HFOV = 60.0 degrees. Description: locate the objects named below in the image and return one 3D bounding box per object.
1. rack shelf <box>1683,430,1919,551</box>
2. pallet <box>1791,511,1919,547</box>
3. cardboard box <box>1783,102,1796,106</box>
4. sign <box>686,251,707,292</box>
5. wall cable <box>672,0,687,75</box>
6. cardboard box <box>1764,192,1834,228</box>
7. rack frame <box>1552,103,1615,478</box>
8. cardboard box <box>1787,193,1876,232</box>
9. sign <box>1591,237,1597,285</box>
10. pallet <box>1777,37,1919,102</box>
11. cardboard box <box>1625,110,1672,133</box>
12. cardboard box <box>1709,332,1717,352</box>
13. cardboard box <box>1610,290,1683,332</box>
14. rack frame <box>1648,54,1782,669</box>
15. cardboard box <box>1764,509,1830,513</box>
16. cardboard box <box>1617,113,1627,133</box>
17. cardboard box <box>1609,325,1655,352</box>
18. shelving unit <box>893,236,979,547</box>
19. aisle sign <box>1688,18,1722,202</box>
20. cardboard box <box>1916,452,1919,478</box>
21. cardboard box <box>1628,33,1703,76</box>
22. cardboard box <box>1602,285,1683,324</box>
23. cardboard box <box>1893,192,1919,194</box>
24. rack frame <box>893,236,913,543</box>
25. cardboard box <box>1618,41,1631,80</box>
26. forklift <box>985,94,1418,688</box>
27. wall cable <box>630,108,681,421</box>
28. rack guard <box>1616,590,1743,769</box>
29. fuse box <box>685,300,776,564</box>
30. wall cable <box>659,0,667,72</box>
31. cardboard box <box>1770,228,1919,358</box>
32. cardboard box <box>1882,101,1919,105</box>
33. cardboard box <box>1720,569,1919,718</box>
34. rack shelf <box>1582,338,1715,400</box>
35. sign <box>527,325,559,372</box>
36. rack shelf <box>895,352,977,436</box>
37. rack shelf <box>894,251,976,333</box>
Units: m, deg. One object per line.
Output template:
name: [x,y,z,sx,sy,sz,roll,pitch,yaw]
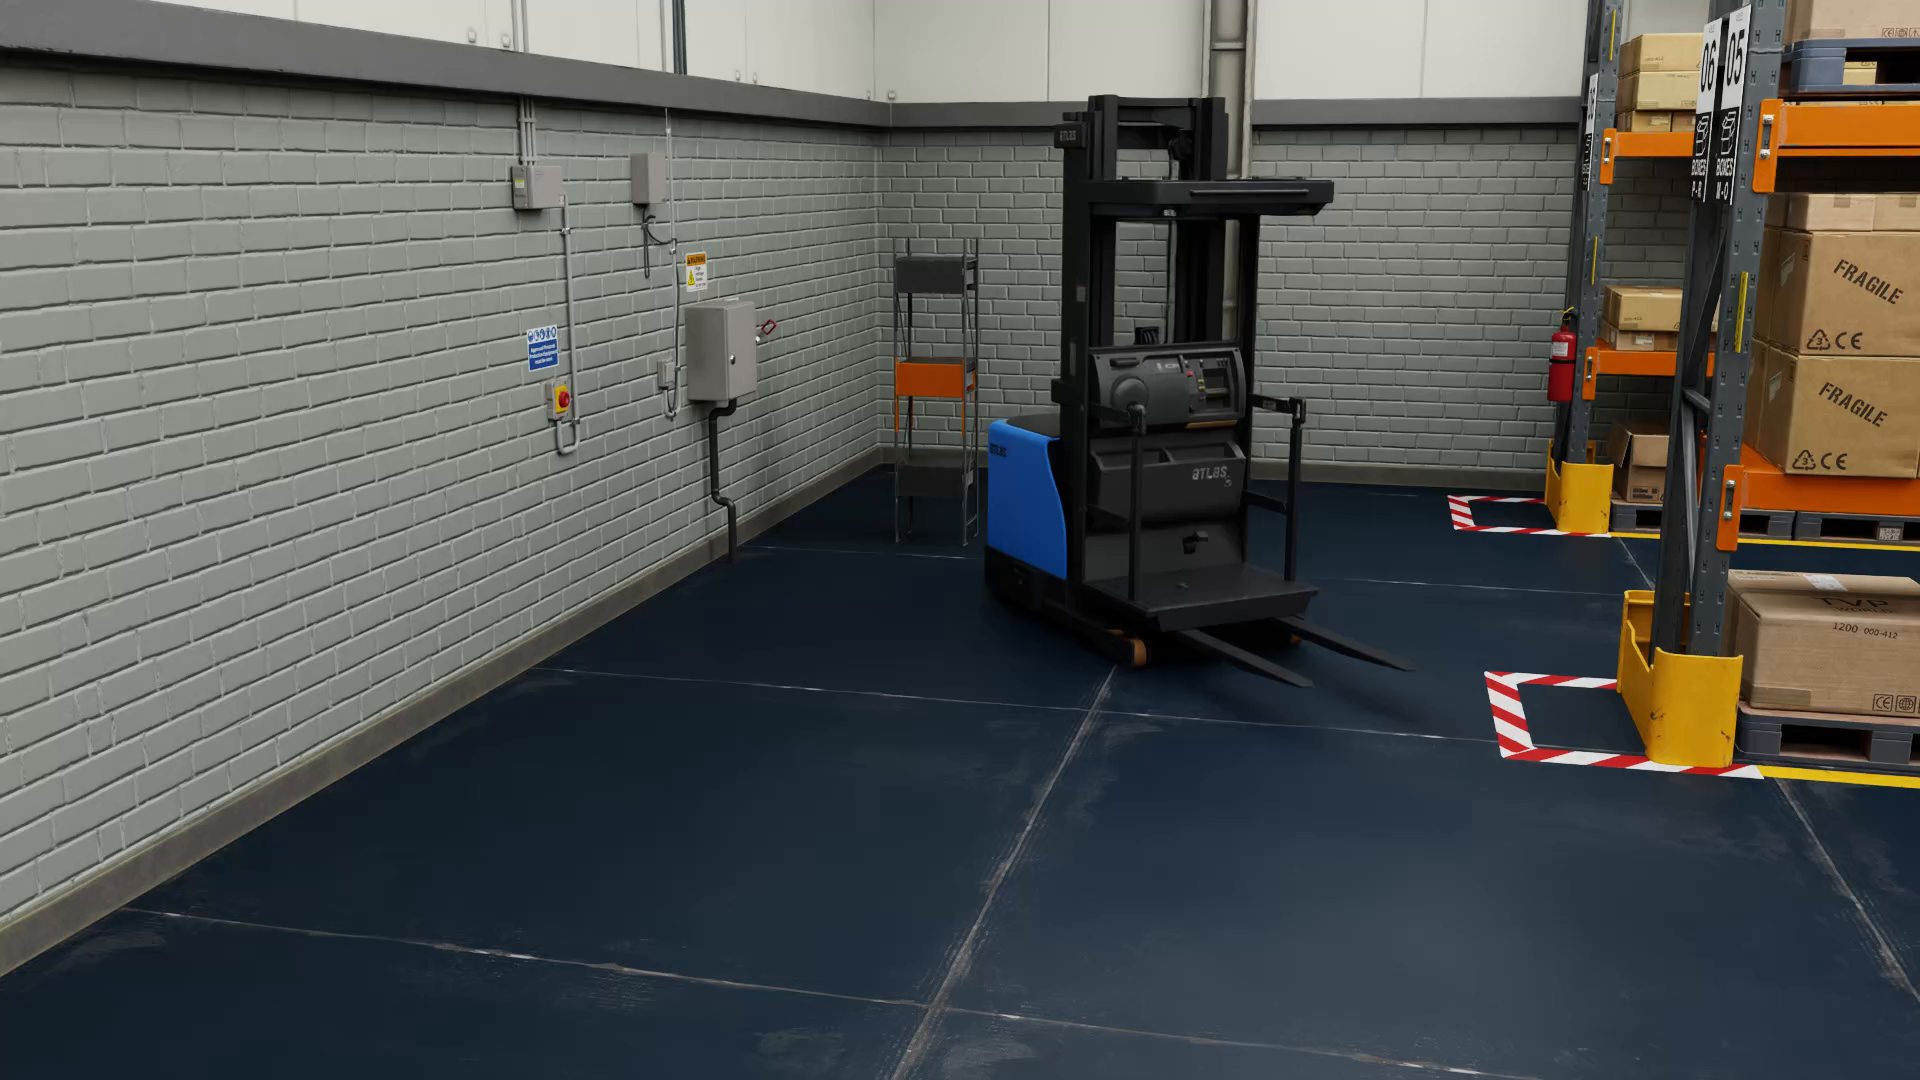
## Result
rack shelf: [5.304,-0.140,7.102,4.000,0.370,1.077,3,13,14]
pallet: [6.577,-0.169,12.009,1.213,0.211,1.003,3,13,14]
cardboard box: [5.412,-3.073,11.395,0.500,0.250,0.500,3,13,15]
sign: [-1.687,-1.720,10.652,0.001,0.242,0.339,3,13,14]
wall cable: [-1.341,-4.520,11.246,0.133,3.039,2.988,3,13,14]
cardboard box: [3.759,-1.473,7.409,0.250,0.149,0.380,3,13,14]
rack frame: [4.548,-1.639,12.198,0.127,3.000,1.000,3,13,14]
cardboard box: [3.641,-1.372,6.957,0.250,0.149,0.380,3,13,15]
sign: [4.418,-1.948,11.590,0.005,0.325,0.100,3,13,14]
pallet: [4.085,-1.980,7.013,1.213,0.211,1.003,3,13,14]
cardboard box: [4.802,-2.916,11.605,0.250,0.149,0.380,3,13,15]
cardboard box: [5.323,-1.432,11.844,0.250,0.149,0.380,3,13,13]
cardboard box: [4.924,-1.631,11.820,0.500,0.250,0.500,3,13,14]
rack frame: [3.362,-0.595,7.492,0.127,3.000,1.000,3,13,14]
cardboard box: [5.940,-0.520,11.953,0.500,0.500,0.700,4,13,16]
cardboard box: [4.914,-3.013,12.044,0.250,0.149,0.380,3,13,15]
cardboard box: [4.801,-1.442,11.888,0.250,0.149,0.380,3,13,13]
shelving unit: [-0.161,-1.034,11.545,0.503,2.100,0.431,3,13,14]
aisle sign: [3.367,-1.933,7.521,0.004,0.787,0.394,3,13,14]
cardboard box: [4.257,-0.539,7.005,0.500,0.500,0.500,3,13,13]
cardboard box: [4.919,-3.344,11.461,0.500,0.250,0.500,3,13,13]
cardboard box: [5.058,-1.743,12.326,0.500,0.250,0.500,3,13,15]
cardboard box: [4.282,-1.469,7.391,0.250,0.149,0.380,3,13,13]
rack frame: [-0.398,-1.046,11.602,0.015,2.100,0.400,3,13,14]
cardboard box: [5.046,-3.455,11.963,0.500,0.250,0.500,3,13,12]
forklift: [1.238,-0.864,8.859,1.130,2.935,3.031,-6,14,-25]
wall cable: [-1.789,-1.678,10.026,0.122,1.984,0.588,3,13,14]
rack guard: [3.339,0.624,7.768,0.348,0.500,1.175,3,13,14]
fuse box: [-1.473,-0.688,10.885,0.414,1.711,0.539,3,13,14]
wall cable: [-2.045,-3.918,8.618,0.029,3.000,2.355,3,13,14]
cardboard box: [3.760,-1.048,6.991,0.500,0.500,0.500,3,13,12]
cardboard box: [6.413,-3.022,11.164,0.500,0.250,0.500,3,13,13]
cardboard box: [4.027,0.464,7.665,0.875,0.438,0.875,3,13,12]
rack shelf: [6.490,-1.184,11.808,4.000,0.370,1.077,3,13,14]
sign: [-2.189,-1.008,8.728,0.001,0.218,0.327,3,13,14]
rack shelf: [-0.161,-1.020,11.548,0.480,0.518,0.431,3,13,14]
rack shelf: [-0.161,-1.704,11.396,0.480,0.518,0.431,3,13,14]
